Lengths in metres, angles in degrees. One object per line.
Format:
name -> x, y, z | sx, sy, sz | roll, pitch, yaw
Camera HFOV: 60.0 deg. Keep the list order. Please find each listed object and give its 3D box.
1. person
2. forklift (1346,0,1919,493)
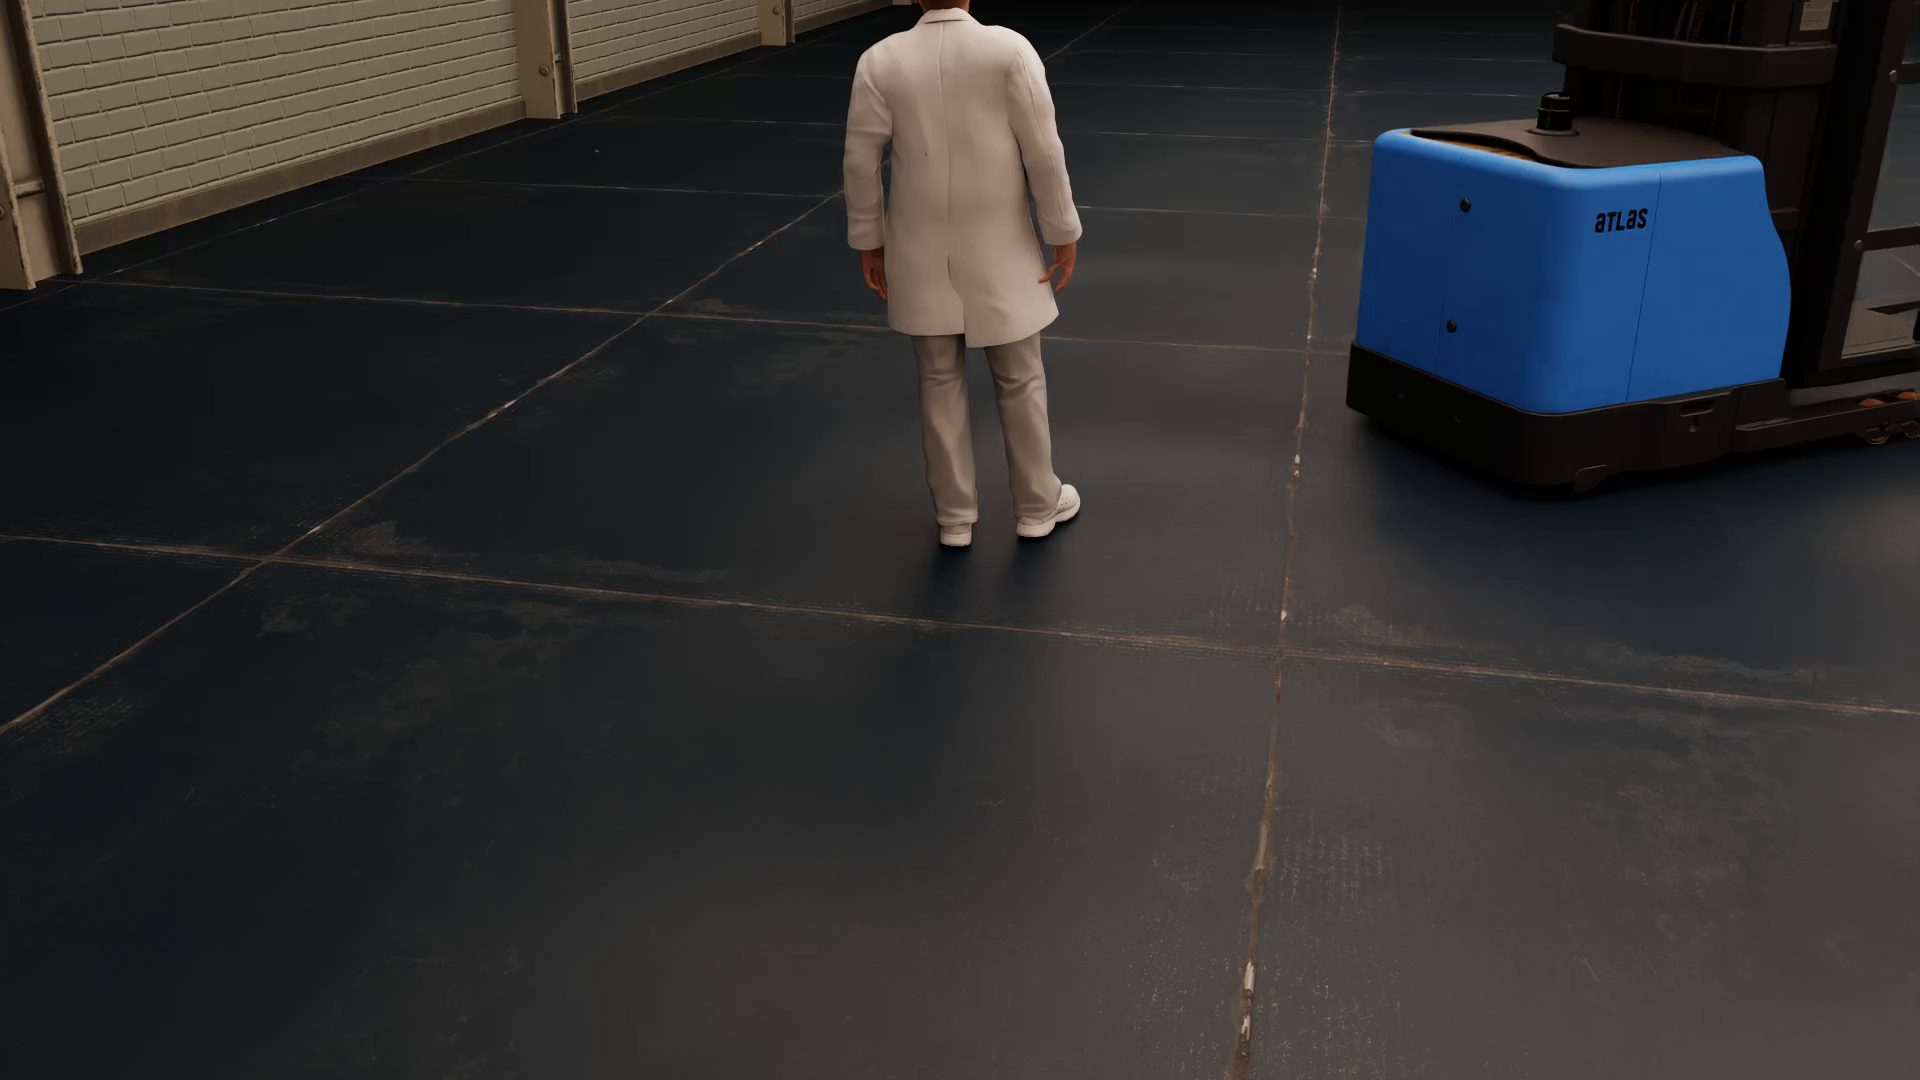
person -> 0.024, -0.862, 4.891 | 0.694, 1.775, 0.581 | 5, 23, 11
forklift -> 2.998, -1.869, 5.850 | 3.031, 2.935, 1.130 | -10, 24, -23
